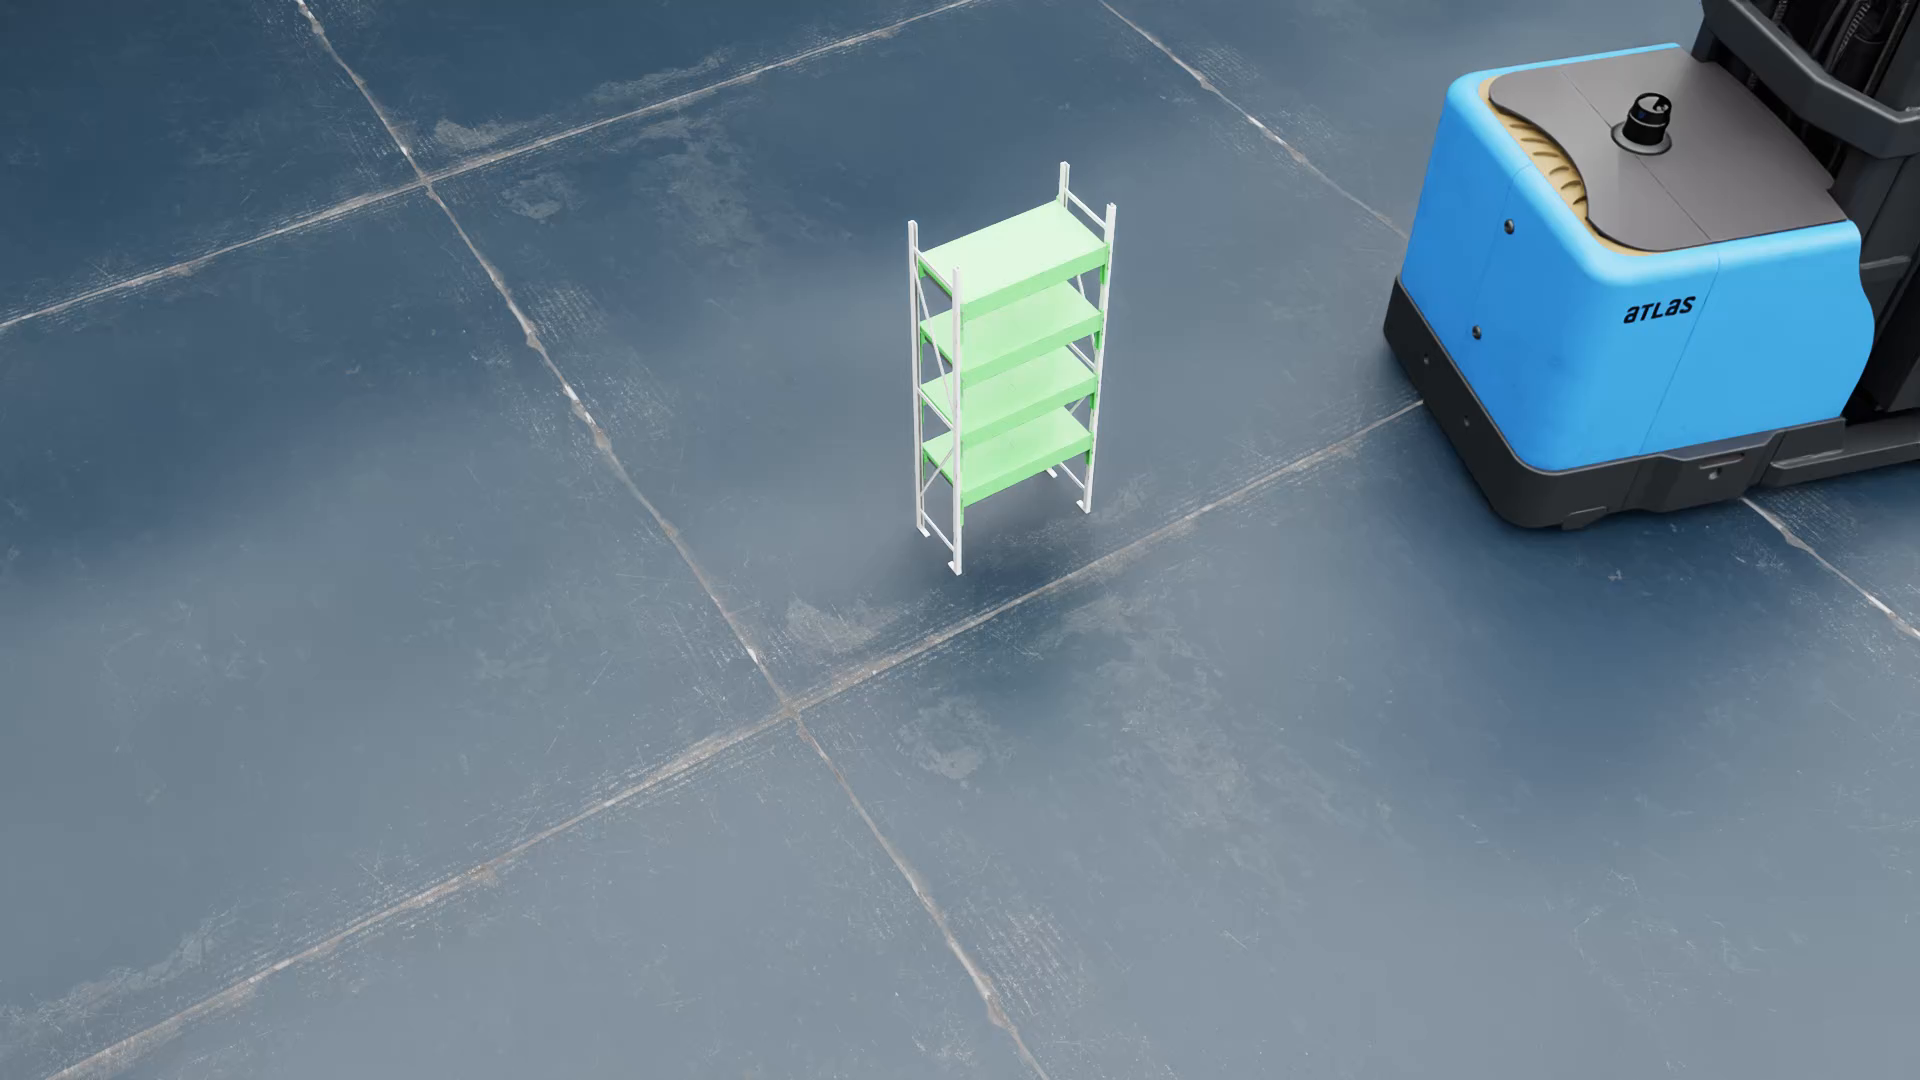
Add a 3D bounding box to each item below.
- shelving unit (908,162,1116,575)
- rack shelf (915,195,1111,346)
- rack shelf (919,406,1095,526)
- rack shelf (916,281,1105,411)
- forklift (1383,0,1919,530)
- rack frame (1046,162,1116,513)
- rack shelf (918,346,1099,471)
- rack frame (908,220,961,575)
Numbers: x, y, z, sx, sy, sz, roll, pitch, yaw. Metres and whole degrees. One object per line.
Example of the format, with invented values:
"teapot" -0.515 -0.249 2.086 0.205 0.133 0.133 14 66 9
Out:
"shelving unit" 0.140 -0.465 4.861 0.503 1.200 0.258 -25 53 -21
"rack shelf" 0.140 -0.742 4.550 0.480 0.148 0.258 -25 53 -21
"rack shelf" 0.140 -0.263 5.088 0.480 0.148 0.258 -25 53 -21
"rack shelf" 0.140 -0.582 4.729 0.480 0.148 0.258 -25 53 -21
"forklift" 3.049 -1.604 4.716 3.031 2.935 1.130 -11 49 -9
"rack frame" 0.346 -0.562 4.947 0.015 1.200 0.240 -25 53 -21
"rack shelf" 0.140 -0.422 4.908 0.480 0.148 0.258 -25 53 -21
"rack frame" -0.066 -0.368 4.774 0.015 1.200 0.240 -25 53 -21
